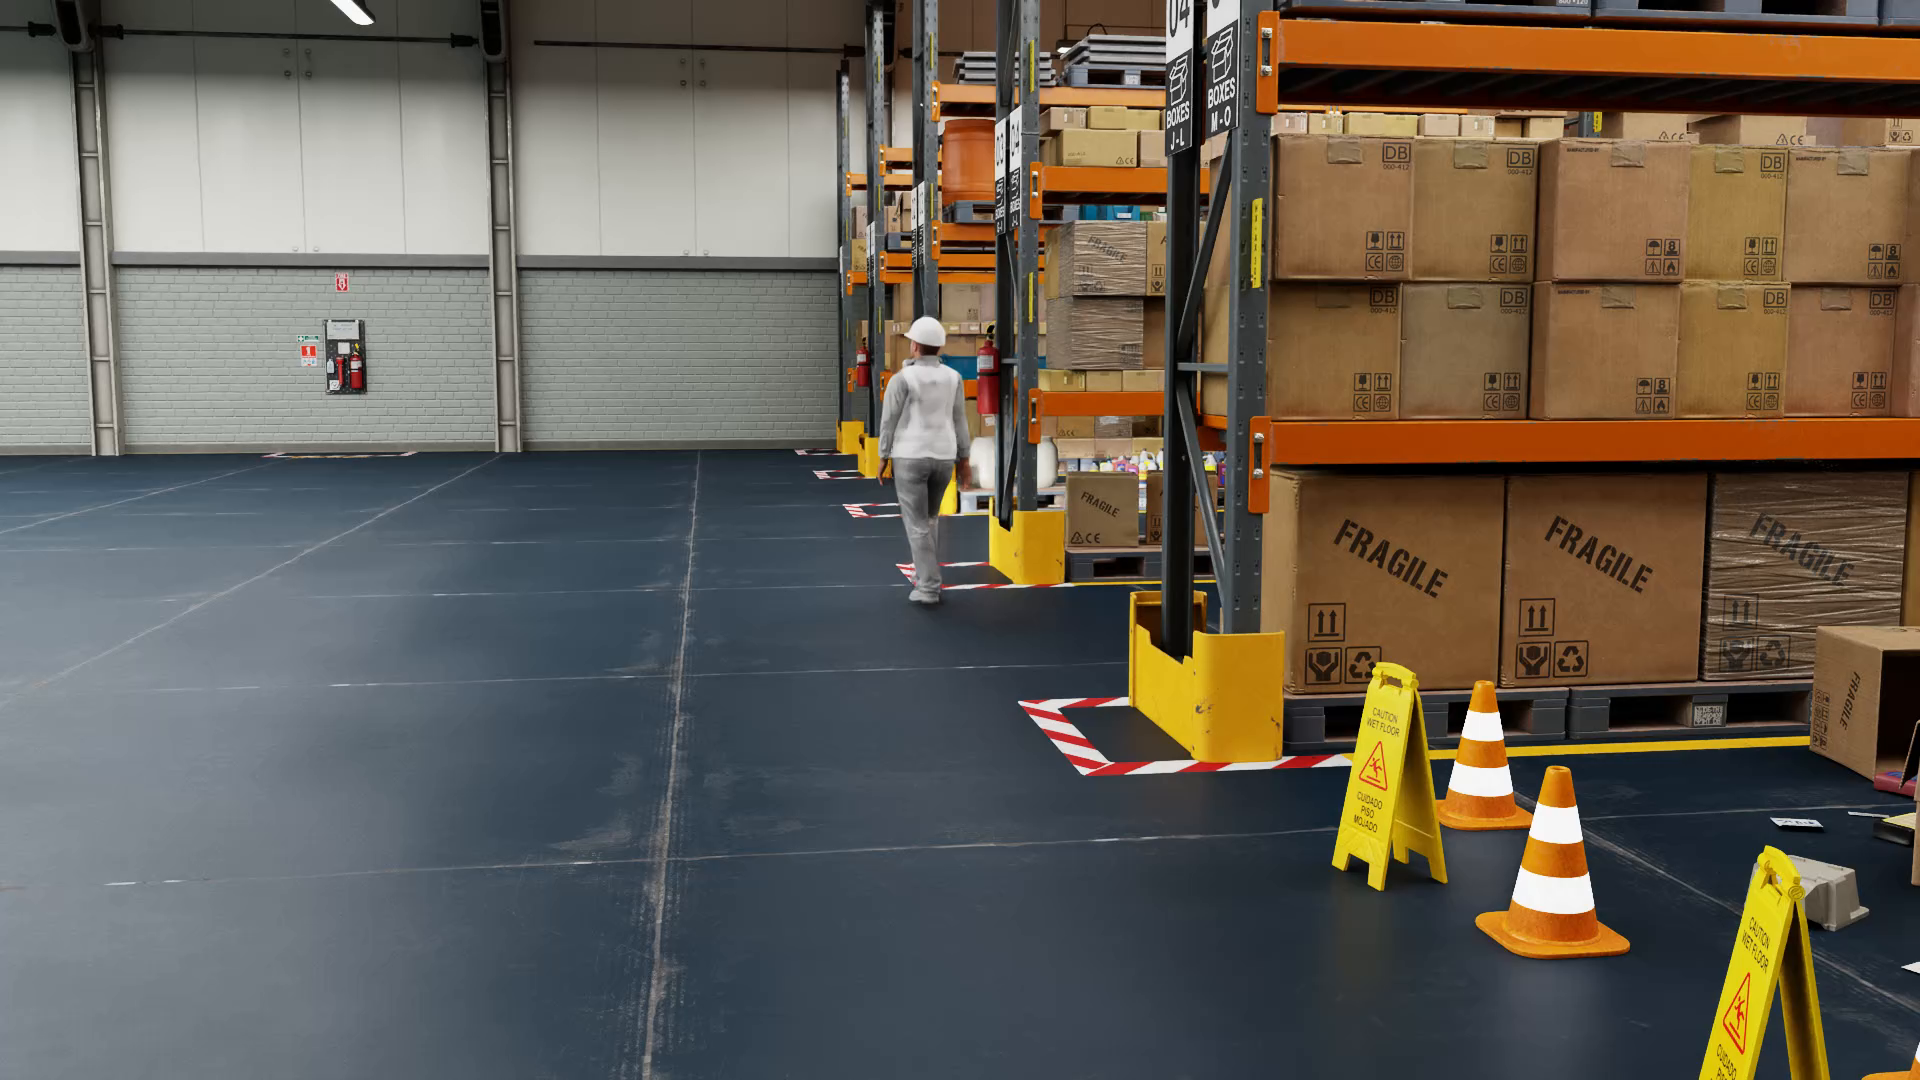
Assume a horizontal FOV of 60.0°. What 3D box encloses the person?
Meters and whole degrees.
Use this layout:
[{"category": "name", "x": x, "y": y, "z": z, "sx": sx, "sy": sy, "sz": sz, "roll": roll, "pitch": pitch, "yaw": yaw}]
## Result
[{"category": "person", "x": -0.252, "y": -0.464, "z": 10.360, "sx": 0.570, "sy": 1.836, "sz": 0.621, "roll": -4, "pitch": 7, "yaw": -31}]
